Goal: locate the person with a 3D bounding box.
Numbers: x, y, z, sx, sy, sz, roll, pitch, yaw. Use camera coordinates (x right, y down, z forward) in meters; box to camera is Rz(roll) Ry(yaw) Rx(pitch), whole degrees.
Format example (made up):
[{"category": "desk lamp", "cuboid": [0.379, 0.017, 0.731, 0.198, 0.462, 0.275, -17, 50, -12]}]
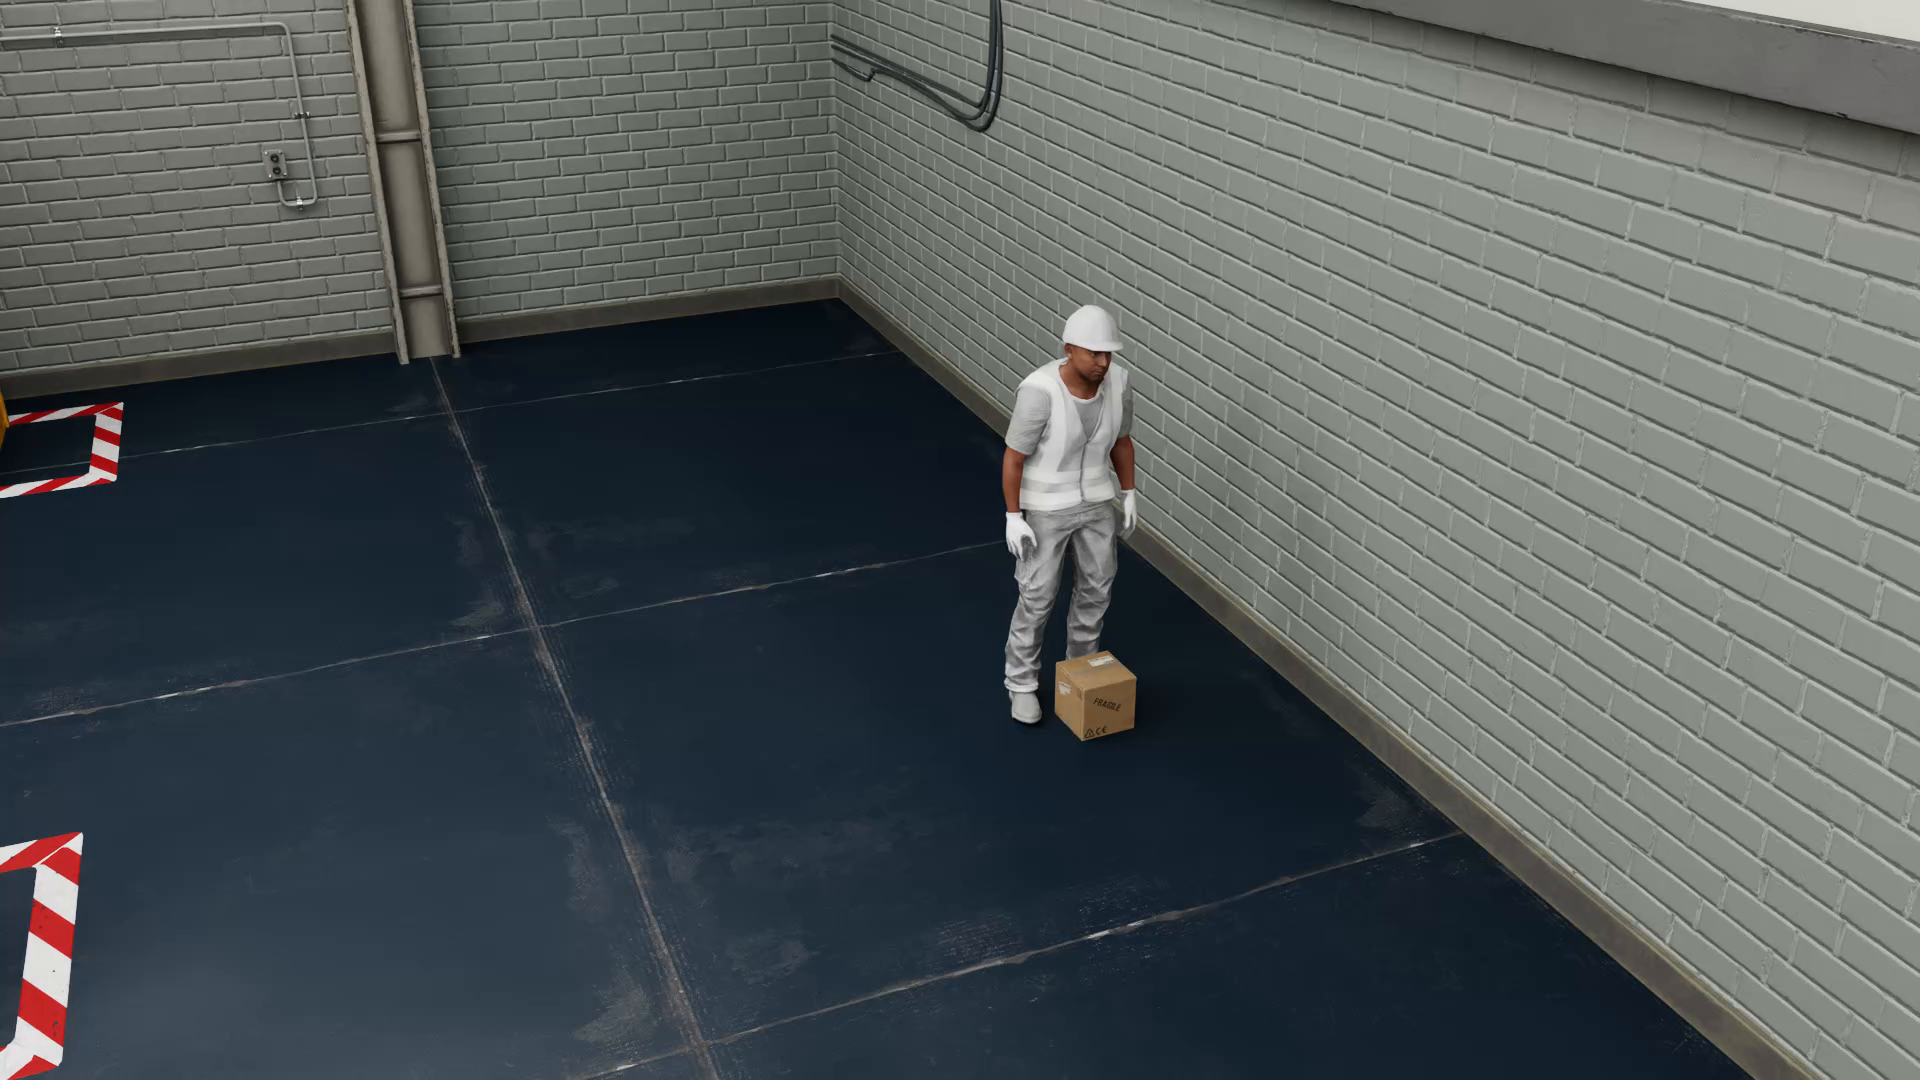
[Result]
[{"category": "person", "cuboid": [0.460, -0.121, 6.850, 0.628, 1.774, 0.449, -12, 28, -24]}]
